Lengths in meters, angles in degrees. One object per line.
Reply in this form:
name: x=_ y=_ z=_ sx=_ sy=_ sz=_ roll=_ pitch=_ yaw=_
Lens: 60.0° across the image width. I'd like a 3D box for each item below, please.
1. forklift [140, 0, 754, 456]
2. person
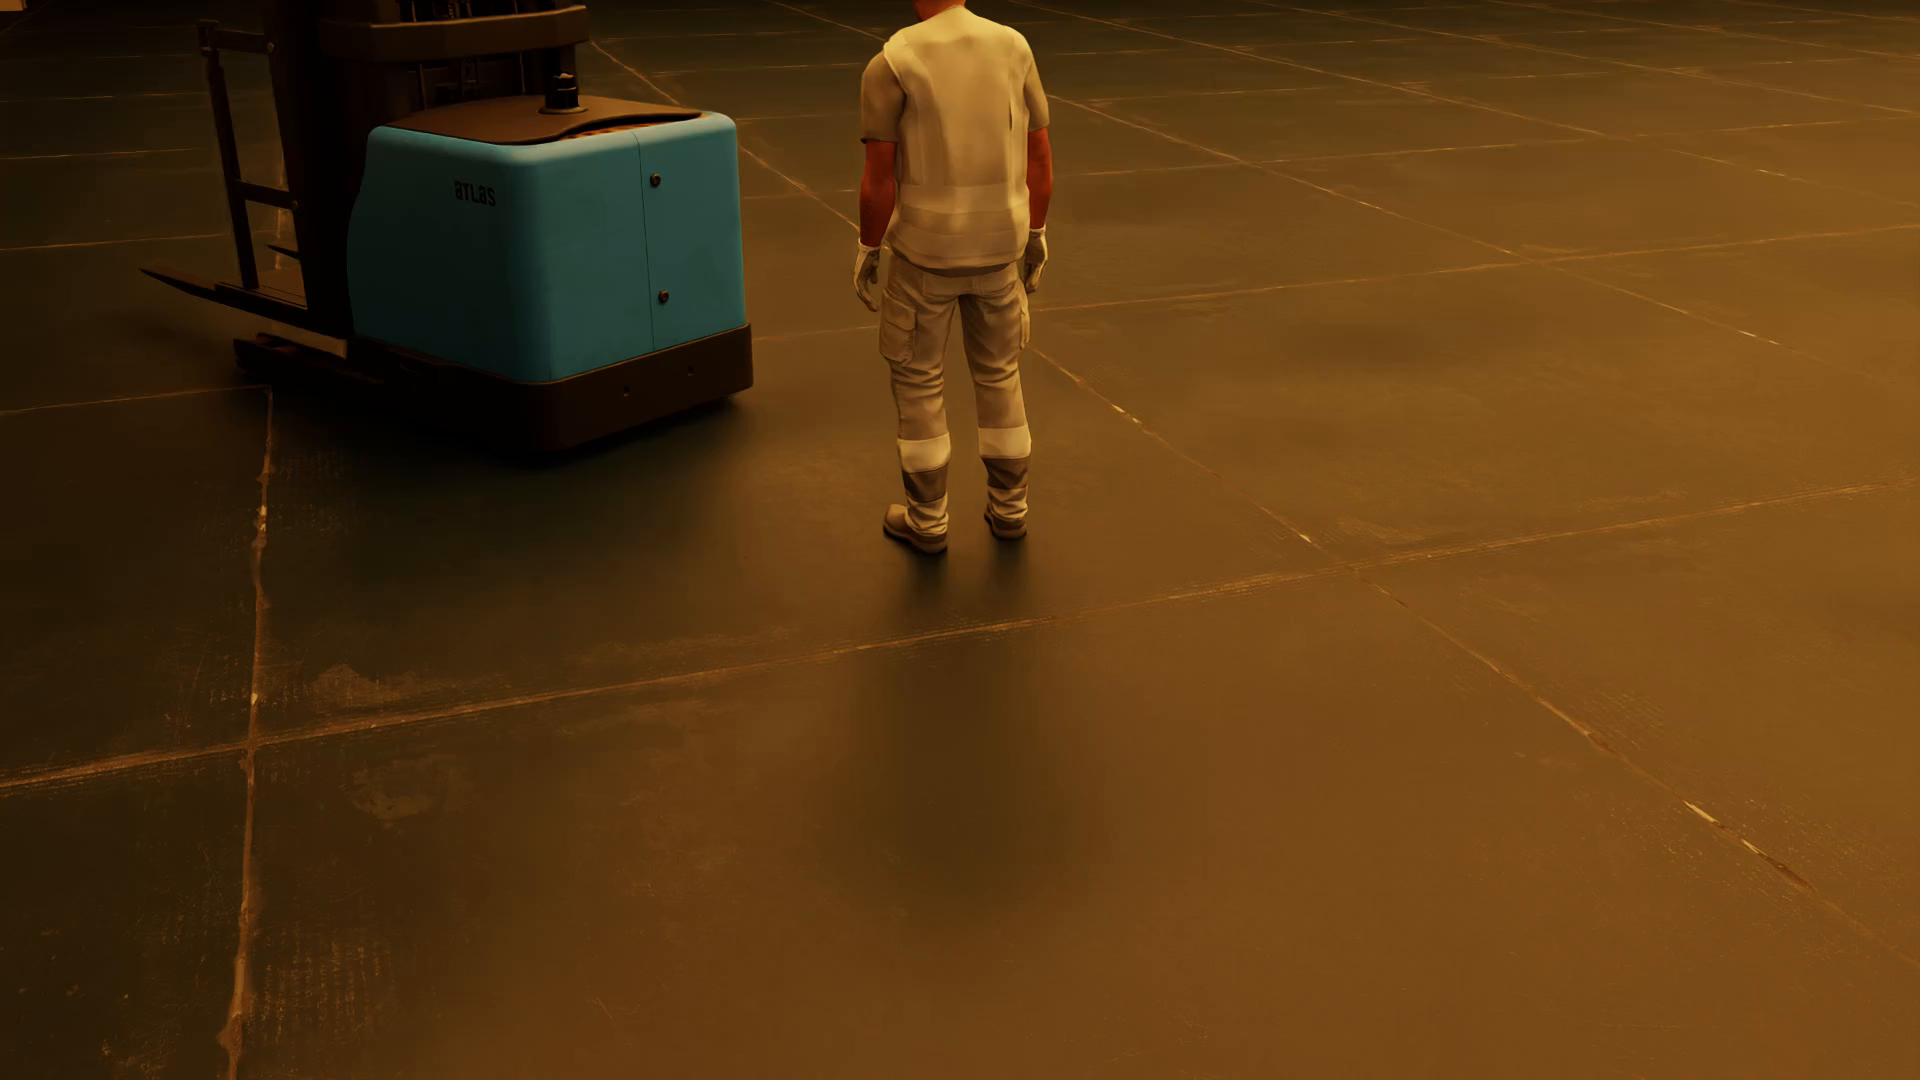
forklift: x=-2.249 y=-2.088 z=6.264 sx=3.031 sy=2.935 sz=1.130 roll=17 pitch=28 yaw=35
person: x=-0.023 y=-0.833 z=4.772 sx=0.608 sy=1.778 sz=0.450 roll=-9 pitch=24 yaw=-20
